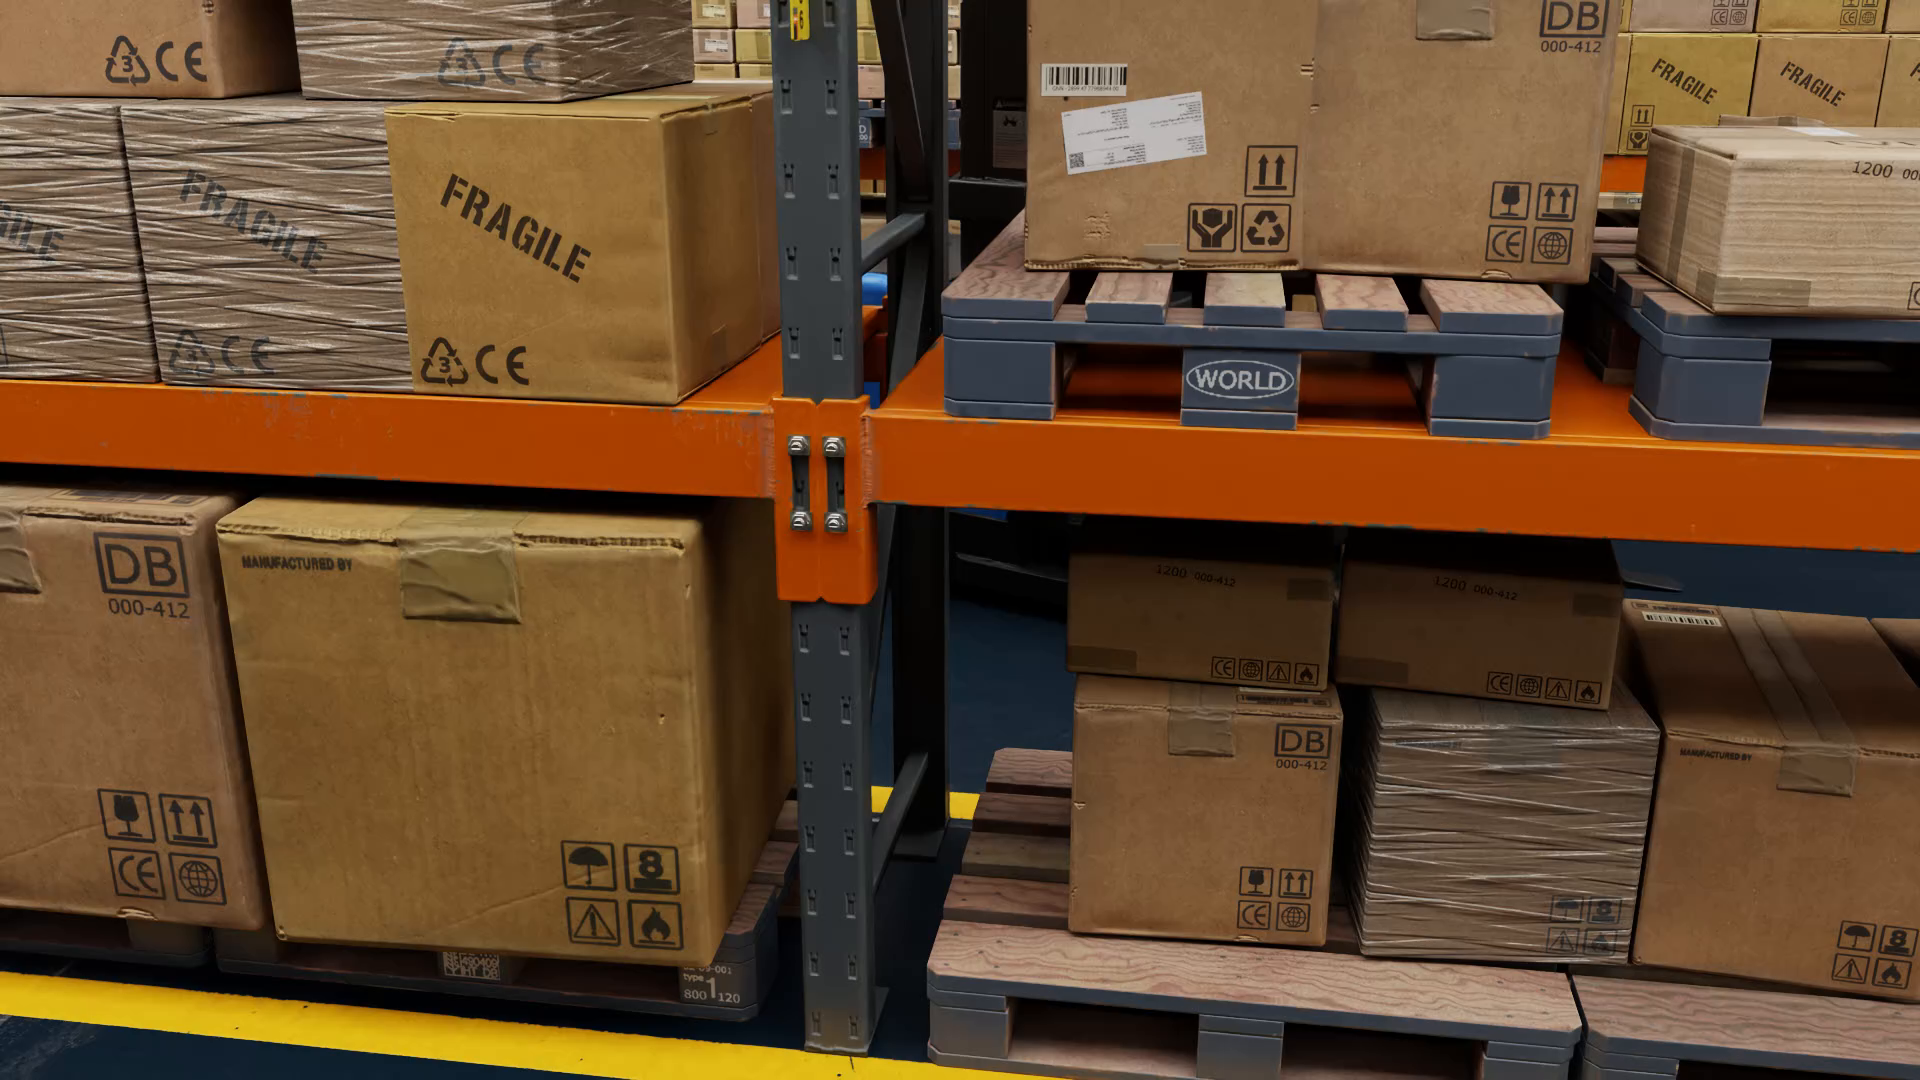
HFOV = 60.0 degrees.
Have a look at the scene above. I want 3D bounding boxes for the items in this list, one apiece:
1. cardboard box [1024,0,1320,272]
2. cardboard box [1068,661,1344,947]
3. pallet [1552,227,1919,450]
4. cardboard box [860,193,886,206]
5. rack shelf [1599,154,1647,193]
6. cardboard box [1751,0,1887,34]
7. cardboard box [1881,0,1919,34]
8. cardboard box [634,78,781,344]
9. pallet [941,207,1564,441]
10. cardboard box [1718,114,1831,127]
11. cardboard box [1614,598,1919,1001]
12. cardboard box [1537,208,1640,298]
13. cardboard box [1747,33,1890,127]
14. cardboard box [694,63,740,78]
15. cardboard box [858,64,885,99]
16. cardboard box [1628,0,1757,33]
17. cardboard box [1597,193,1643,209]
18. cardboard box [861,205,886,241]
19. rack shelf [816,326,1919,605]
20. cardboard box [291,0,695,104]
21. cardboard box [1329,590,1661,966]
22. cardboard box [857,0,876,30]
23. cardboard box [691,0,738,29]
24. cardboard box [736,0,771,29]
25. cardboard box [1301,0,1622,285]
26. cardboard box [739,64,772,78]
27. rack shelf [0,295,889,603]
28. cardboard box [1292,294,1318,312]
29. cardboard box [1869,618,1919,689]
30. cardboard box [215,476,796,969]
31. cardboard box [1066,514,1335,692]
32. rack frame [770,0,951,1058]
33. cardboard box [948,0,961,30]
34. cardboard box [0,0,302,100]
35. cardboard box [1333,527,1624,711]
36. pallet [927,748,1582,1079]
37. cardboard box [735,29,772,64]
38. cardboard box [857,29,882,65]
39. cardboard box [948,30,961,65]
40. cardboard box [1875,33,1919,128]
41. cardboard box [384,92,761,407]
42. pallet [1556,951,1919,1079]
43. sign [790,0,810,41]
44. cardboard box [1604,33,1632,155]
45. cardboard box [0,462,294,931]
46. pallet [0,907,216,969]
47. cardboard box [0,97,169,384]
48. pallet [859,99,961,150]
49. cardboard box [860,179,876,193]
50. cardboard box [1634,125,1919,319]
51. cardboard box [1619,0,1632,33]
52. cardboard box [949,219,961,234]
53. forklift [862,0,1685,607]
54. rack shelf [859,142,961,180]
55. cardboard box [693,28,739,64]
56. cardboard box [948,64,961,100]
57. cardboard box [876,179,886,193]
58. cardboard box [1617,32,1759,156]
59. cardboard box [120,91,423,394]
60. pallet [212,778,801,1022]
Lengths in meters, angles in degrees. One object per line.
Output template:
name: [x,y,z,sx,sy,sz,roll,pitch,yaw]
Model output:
cardboard box: [0.374,-0.797,3.139,0.500,0.500,0.500,1,19,2]
cardboard box: [0.499,0.439,3.510,0.500,0.500,0.700,2,19,6]
pallet: [1.795,-0.387,3.036,1.213,0.211,1.003,3,19,9]
cardboard box: [-0.422,-1.619,8.511,0.500,0.250,0.500,3,19,8]
rack shelf: [2.696,-1.672,7.707,4.000,0.370,1.077,3,19,9]
cardboard box: [3.671,-2.483,7.262,0.500,0.500,0.700,3,19,8]
cardboard box: [4.179,-2.457,7.187,0.500,0.500,0.700,3,19,8]
cardboard box: [-0.602,-0.722,3.577,0.500,0.500,0.500,3,19,10]
pallet: [0.555,-0.472,3.288,1.003,0.211,1.213,3,19,9]
cardboard box: [1.524,-0.701,3.222,0.258,0.266,0.396,2,19,7]
cardboard box: [1.610,0.489,3.359,0.500,0.500,0.700,5,19,13]
cardboard box: [3.091,-1.098,7.740,0.750,0.750,1.050,3,19,9]
cardboard box: [3.614,-1.928,7.180,0.500,0.500,0.500,3,19,8]
cardboard box: [-1.105,-2.141,7.709,0.250,0.149,0.380,3,19,10]
cardboard box: [-0.338,-2.101,7.588,0.250,0.149,0.380,3,19,10]
cardboard box: [3.172,-2.508,7.339,0.500,0.500,0.700,3,19,9]
cardboard box: [4.837,-2.447,12.369,0.625,0.372,0.950,3,19,9]
cardboard box: [-0.496,-1.458,8.028,0.500,0.250,0.500,3,19,9]
rack shelf: [1.809,-0.123,3.078,4.000,0.370,1.077,3,19,9]
cardboard box: [-0.885,-1.130,3.215,0.637,0.503,0.797,4,19,11]
cardboard box: [1.049,0.463,3.438,0.500,0.500,0.700,1,19,4]
cardboard box: [-0.342,-2.384,7.496,0.250,0.149,0.380,4,19,10]
cardboard box: [-1.112,-2.423,7.614,0.250,0.149,0.380,4,19,11]
cardboard box: [-0.843,-2.410,7.575,0.250,0.149,0.380,3,19,9]
cardboard box: [0.941,-0.800,3.148,0.500,0.500,0.700,6,19,17]
cardboard box: [-0.849,-2.127,7.668,0.250,0.149,0.380,2,19,6]
rack shelf: [-2.140,-0.325,3.680,4.000,0.370,1.077,3,19,9]
cardboard box: [1.308,-1.187,8.008,0.750,0.750,1.050,3,19,8]
cardboard box: [2.161,0.517,3.276,0.500,0.500,0.700,1,19,4]
cardboard box: [-0.844,0.202,3.659,0.875,0.875,1.225,2,19,6]
cardboard box: [0.501,0.080,3.400,0.500,0.250,0.500,4,19,11]
rack frame: [-0.166,-0.565,3.265,0.127,3.000,1.000,3,19,9]
cardboard box: [-0.083,-2.370,7.457,0.250,0.149,0.380,3,19,8]
cardboard box: [-1.528,-1.164,3.316,0.637,0.503,0.797,3,19,10]
cardboard box: [1.026,0.104,3.330,0.500,0.250,0.500,5,19,15]
pallet: [0.606,0.797,3.588,1.213,0.211,1.003,3,19,9]
cardboard box: [-0.855,-2.269,7.621,0.250,0.149,0.380,3,19,8]
cardboard box: [-0.363,-2.243,7.543,0.250,0.149,0.380,3,19,10]
cardboard box: [-0.103,-2.230,7.506,0.250,0.149,0.380,4,19,11]
cardboard box: [4.113,-1.903,7.104,0.500,0.500,0.500,3,19,8]
cardboard box: [-0.692,-0.560,3.091,0.500,0.500,0.500,4,19,10]
pallet: [1.807,0.859,3.403,1.213,0.211,1.003,3,19,9]
sign: [-0.250,-0.940,2.561,0.005,0.325,0.100,3,19,9]
cardboard box: [2.613,-1.978,7.330,0.500,0.500,0.500,3,19,8]
cardboard box: [-1.722,0.155,3.800,0.875,0.875,1.225,3,19,9]
pallet: [-2.133,0.632,4.082,1.213,0.211,1.003,3,19,9]
cardboard box: [-1.697,-0.612,3.247,0.500,0.500,0.500,2,19,7]
pallet: [0.000,-2.025,7.932,1.003,0.211,1.213,3,19,9]
cardboard box: [-1.025,-3.014,13.269,0.875,0.875,0.875,3,19,10]
cardboard box: [1.453,-0.537,2.755,0.500,0.250,0.500,2,19,7]
cardboard box: [2.674,-2.534,7.416,0.500,0.500,0.700,3,19,8]
cardboard box: [0.004,-1.436,7.962,0.500,0.250,0.500,2,19,7]
forklift: [0.814,-1.215,5.316,3.031,2.935,1.130,12,22,32]
rack shelf: [-1.254,-1.873,8.309,4.000,0.370,1.077,3,19,9]
cardboard box: [-1.113,-2.281,7.660,0.250,0.149,0.380,3,19,10]
cardboard box: [-0.084,-2.088,7.550,0.250,0.149,0.380,3,19,9]
cardboard box: [-0.142,-2.968,13.134,0.875,0.875,0.875,3,19,9]
cardboard box: [3.115,-1.953,7.256,0.500,0.500,0.500,3,19,9]
cardboard box: [-1.183,-0.587,3.172,0.500,0.500,0.500,3,19,8]
pallet: [-0.932,0.694,3.896,1.213,0.211,1.003,3,19,9]
